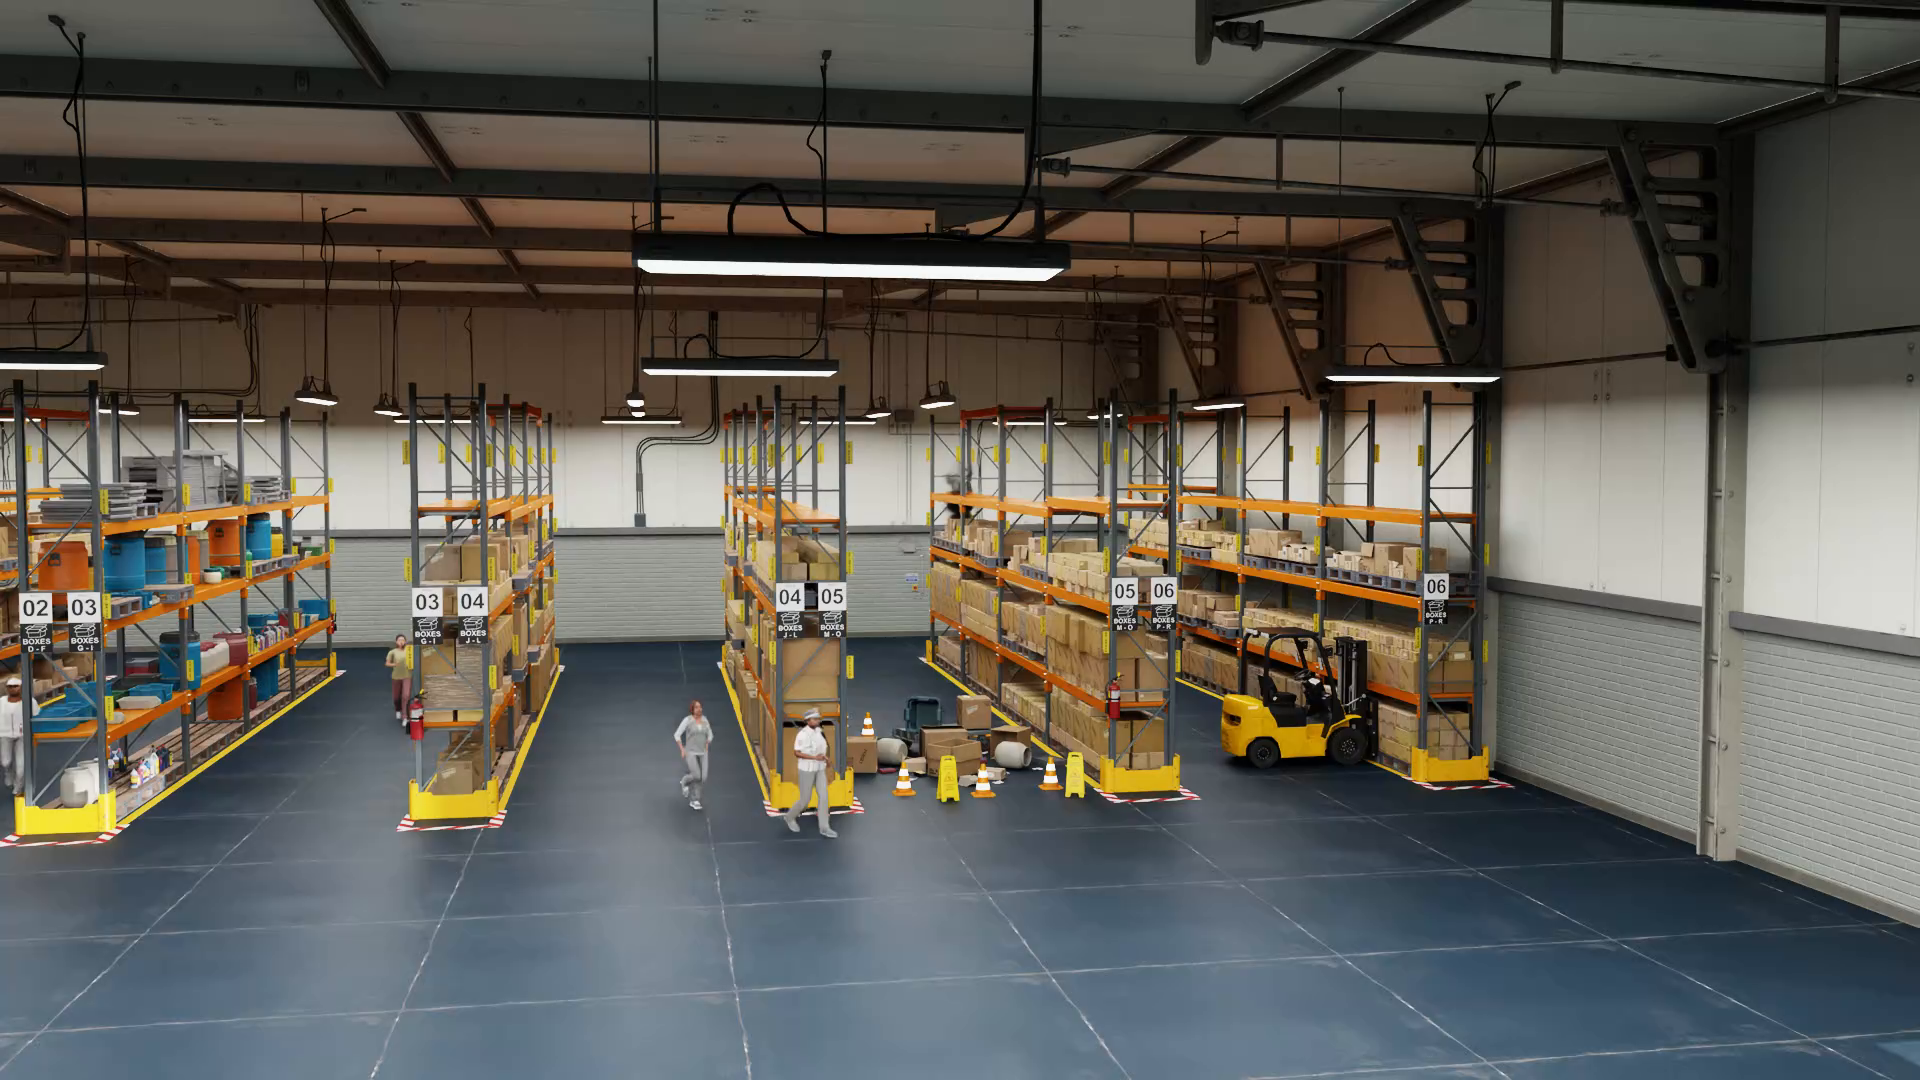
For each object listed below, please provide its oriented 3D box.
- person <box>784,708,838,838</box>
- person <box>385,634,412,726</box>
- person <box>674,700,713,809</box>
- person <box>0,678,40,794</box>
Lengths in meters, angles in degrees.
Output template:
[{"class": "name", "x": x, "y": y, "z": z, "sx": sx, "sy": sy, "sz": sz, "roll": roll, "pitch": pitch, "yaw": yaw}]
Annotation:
[{"class": "person", "x": -1.954, "y": 3.031, "z": 21.856, "sx": 0.829, "sy": 1.682, "sz": 0.597, "roll": 2, "pitch": 4, "yaw": 39}, {"class": "person", "x": -10.382, "y": 2.576, "z": 30.930, "sx": 0.575, "sy": 1.652, "sz": 0.970, "roll": -1, "pitch": 3, "yaw": -18}, {"class": "person", "x": -3.744, "y": 3.037, "z": 23.594, "sx": 0.538, "sy": 1.539, "sz": 0.523, "roll": -2, "pitch": 3, "yaw": -34}, {"class": "person", "x": -13.953, "y": 2.895, "z": 24.530, "sx": 0.698, "sy": 1.720, "sz": 0.575, "roll": -1, "pitch": 3, "yaw": -24}]
